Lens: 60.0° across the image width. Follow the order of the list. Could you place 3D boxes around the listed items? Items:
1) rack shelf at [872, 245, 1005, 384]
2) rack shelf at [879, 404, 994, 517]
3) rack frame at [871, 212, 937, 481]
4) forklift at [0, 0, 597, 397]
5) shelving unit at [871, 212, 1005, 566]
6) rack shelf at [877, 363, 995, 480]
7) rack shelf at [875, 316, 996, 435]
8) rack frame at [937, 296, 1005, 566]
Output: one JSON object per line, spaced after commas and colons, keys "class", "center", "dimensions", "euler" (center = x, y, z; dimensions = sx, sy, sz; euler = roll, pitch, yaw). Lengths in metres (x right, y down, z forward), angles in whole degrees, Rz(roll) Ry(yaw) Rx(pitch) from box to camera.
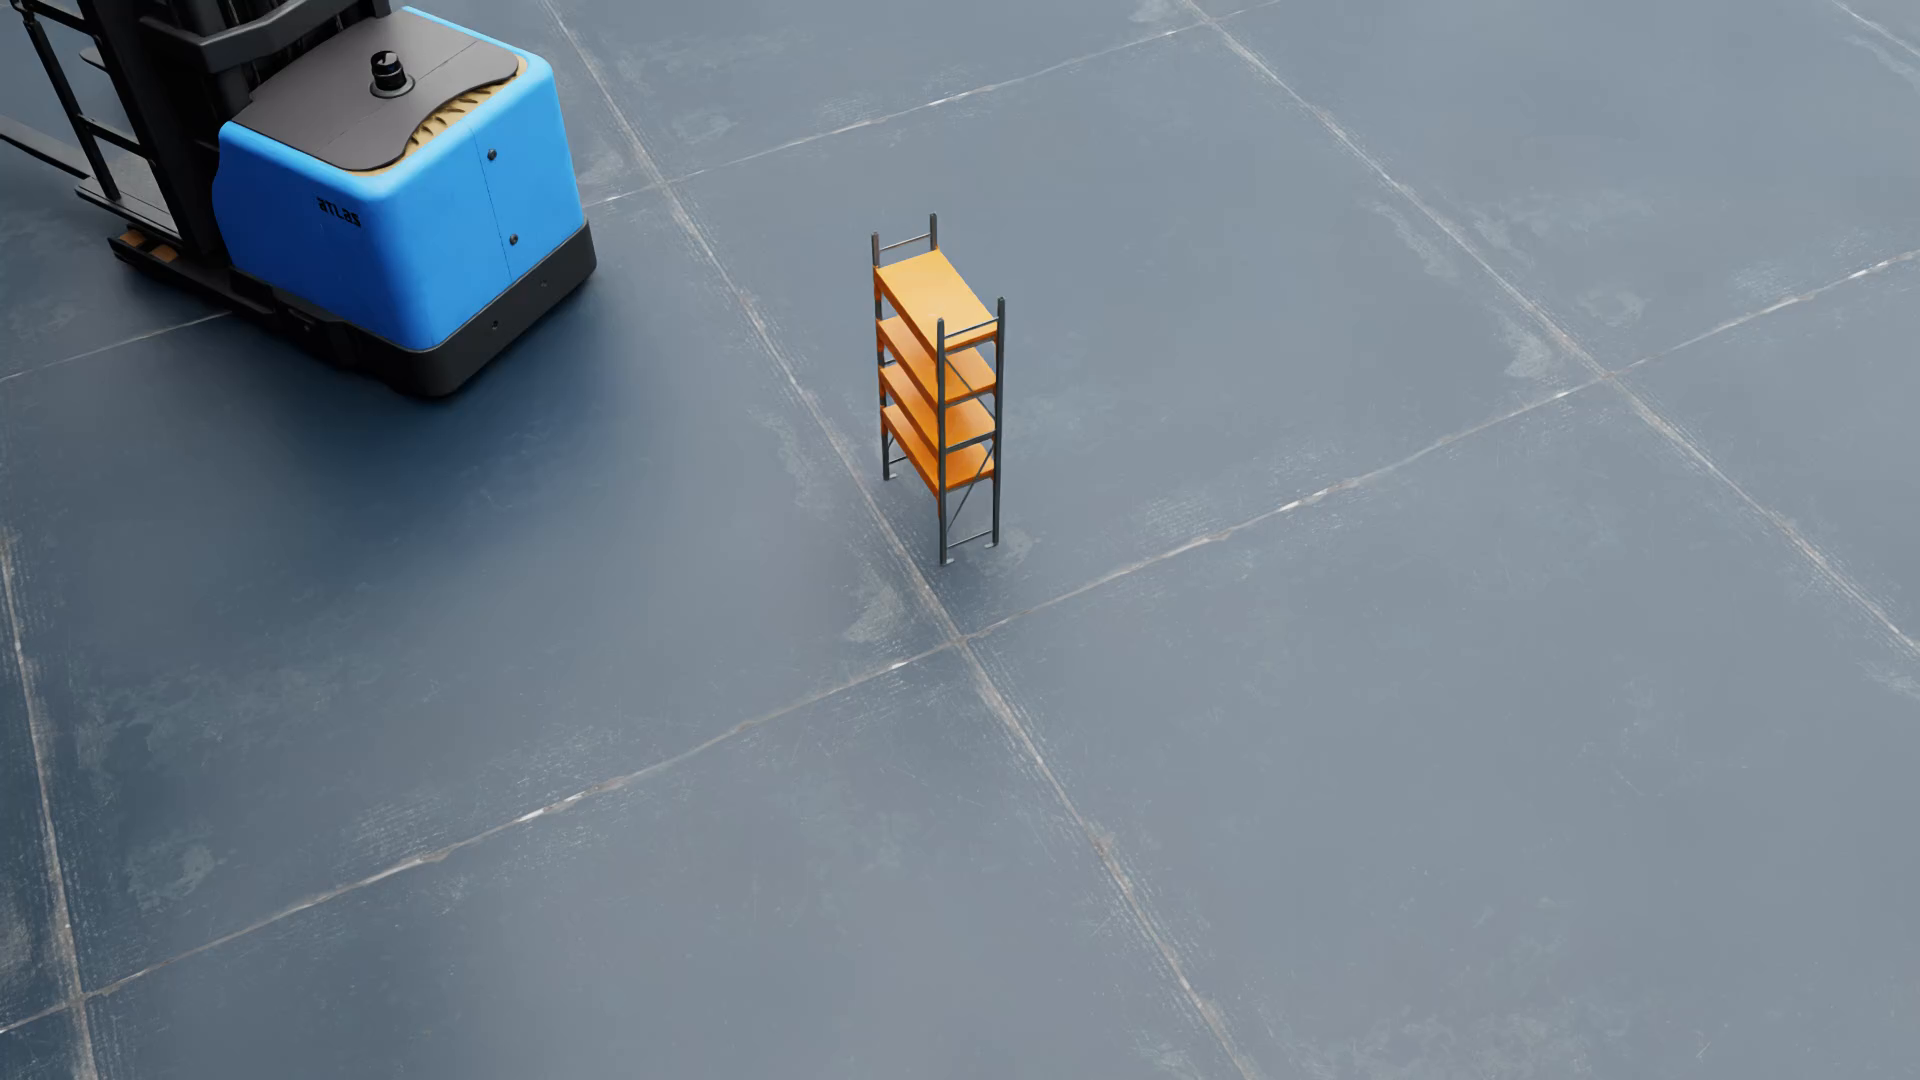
{"class": "rack shelf", "center": [-0.076, -0.764, 5.599], "dimensions": [0.258, 0.148, 0.480], "euler": [-21, 52, -18]}
{"class": "rack shelf", "center": [-0.076, -0.331, 6.095], "dimensions": [0.258, 0.148, 0.480], "euler": [-21, 52, -18]}
{"class": "rack frame", "center": [-0.187, -0.669, 6.038], "dimensions": [0.240, 1.200, 0.015], "euler": [-21, 52, -18]}
{"class": "forklift", "center": [-3.097, -2.391, 6.394], "dimensions": [3.031, 2.935, 1.130], "euler": [25, 53, 20]}
{"class": "shelving unit", "center": [-0.076, -0.506, 5.895], "dimensions": [0.258, 1.200, 0.503], "euler": [-21, 52, -18]}
{"class": "rack shelf", "center": [-0.076, -0.462, 5.946], "dimensions": [0.258, 0.148, 0.480], "euler": [-21, 52, -18]}
{"class": "rack shelf", "center": [-0.076, -0.609, 5.778], "dimensions": [0.258, 0.148, 0.480], "euler": [-21, 52, -18]}
{"class": "rack frame", "center": [0.036, -0.342, 5.752], "dimensions": [0.240, 1.200, 0.015], "euler": [-21, 52, -18]}
